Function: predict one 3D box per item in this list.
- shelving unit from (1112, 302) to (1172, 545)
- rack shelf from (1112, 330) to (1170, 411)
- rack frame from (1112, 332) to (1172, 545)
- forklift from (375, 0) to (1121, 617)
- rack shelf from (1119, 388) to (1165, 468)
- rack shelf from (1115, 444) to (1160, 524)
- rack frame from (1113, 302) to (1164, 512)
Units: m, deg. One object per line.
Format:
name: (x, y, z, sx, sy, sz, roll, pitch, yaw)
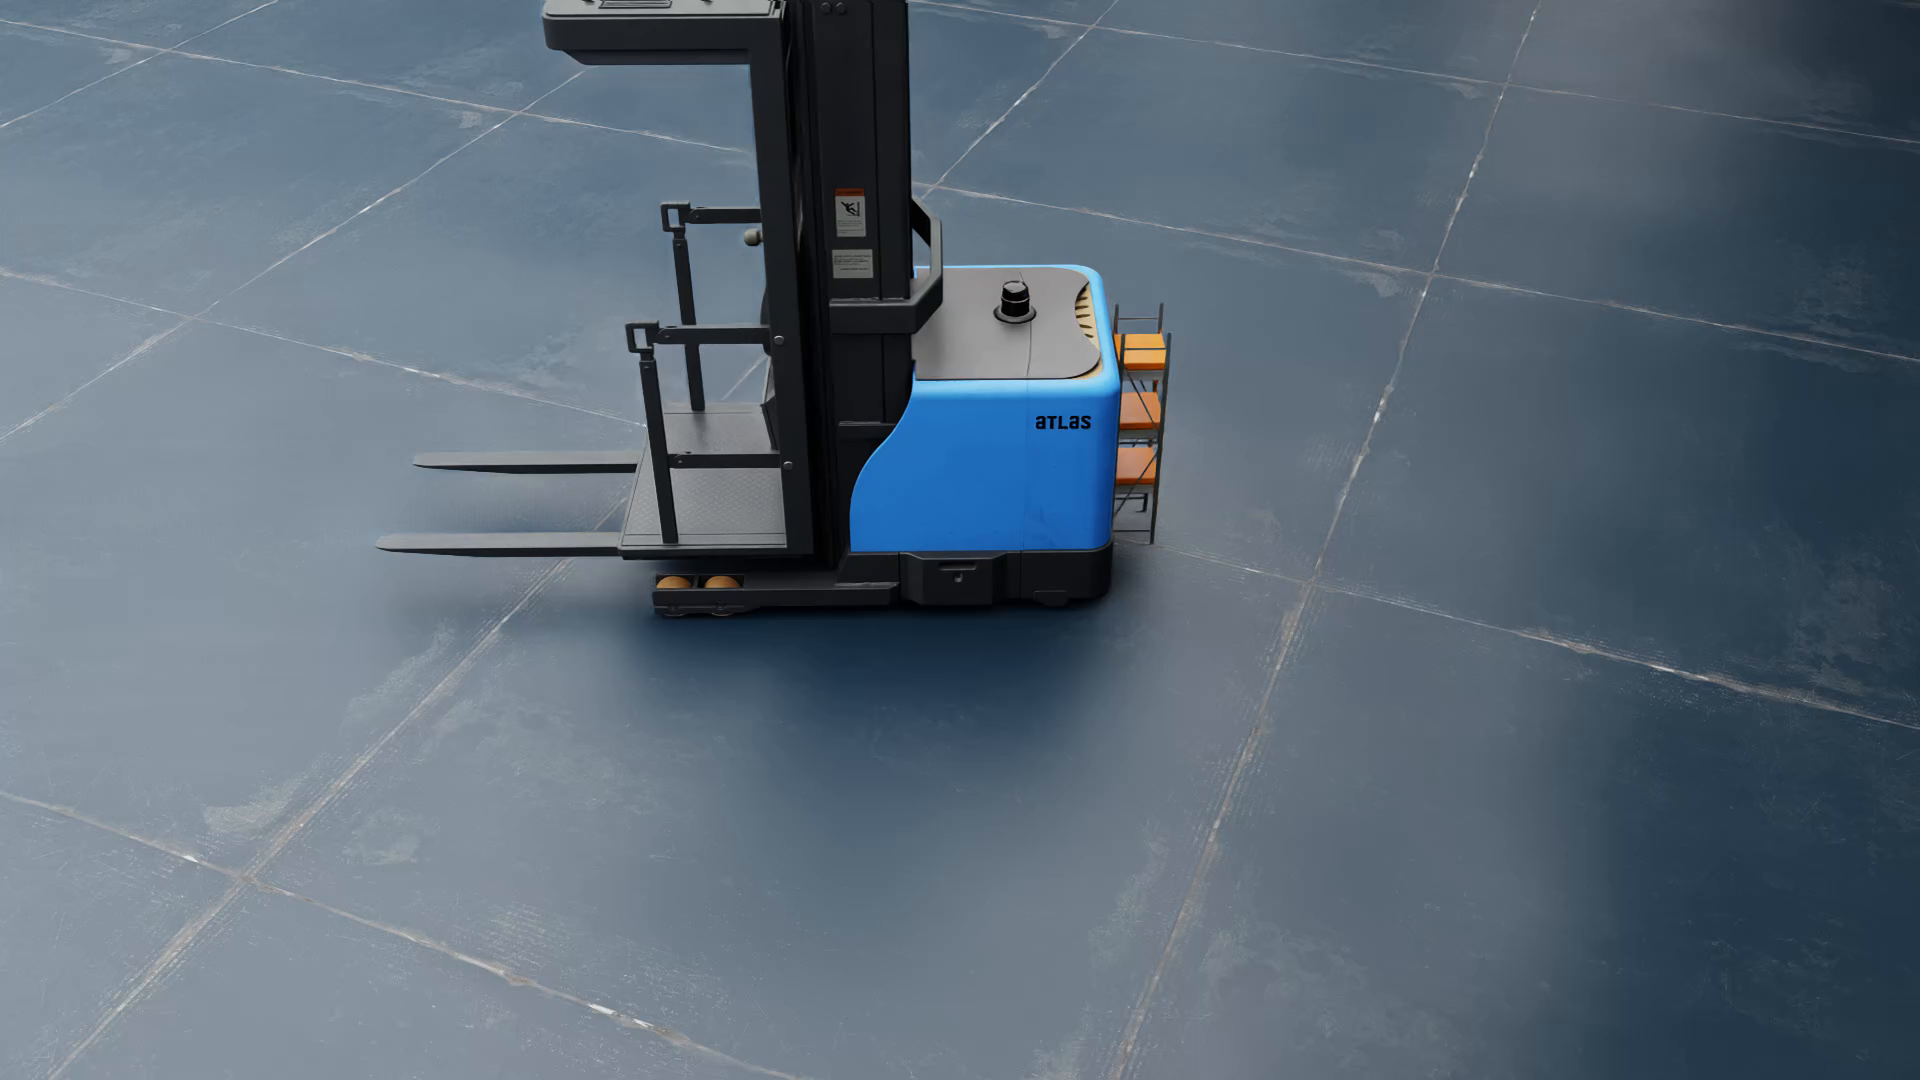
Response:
shelving unit: (0.737, -0.474, 7.007, 0.215, 1.050, 0.252, -1, 37, -1)
rack shelf: (0.737, -0.692, 6.843, 0.215, 0.259, 0.240, -1, 37, -1)
rack frame: (0.740, -0.401, 6.909, 0.200, 1.050, 0.008, -1, 37, -1)
forklift: (-0.897, -1.179, 6.380, 3.031, 2.935, 1.130, -1, 37, -1)
rack shelf: (0.737, -0.465, 7.013, 0.215, 0.259, 0.240, -1, 37, -1)
rack shelf: (0.737, -0.242, 7.179, 0.215, 0.259, 0.240, -1, 37, -1)
rack frame: (0.733, -0.547, 7.104, 0.200, 1.050, 0.008, -1, 37, -1)
